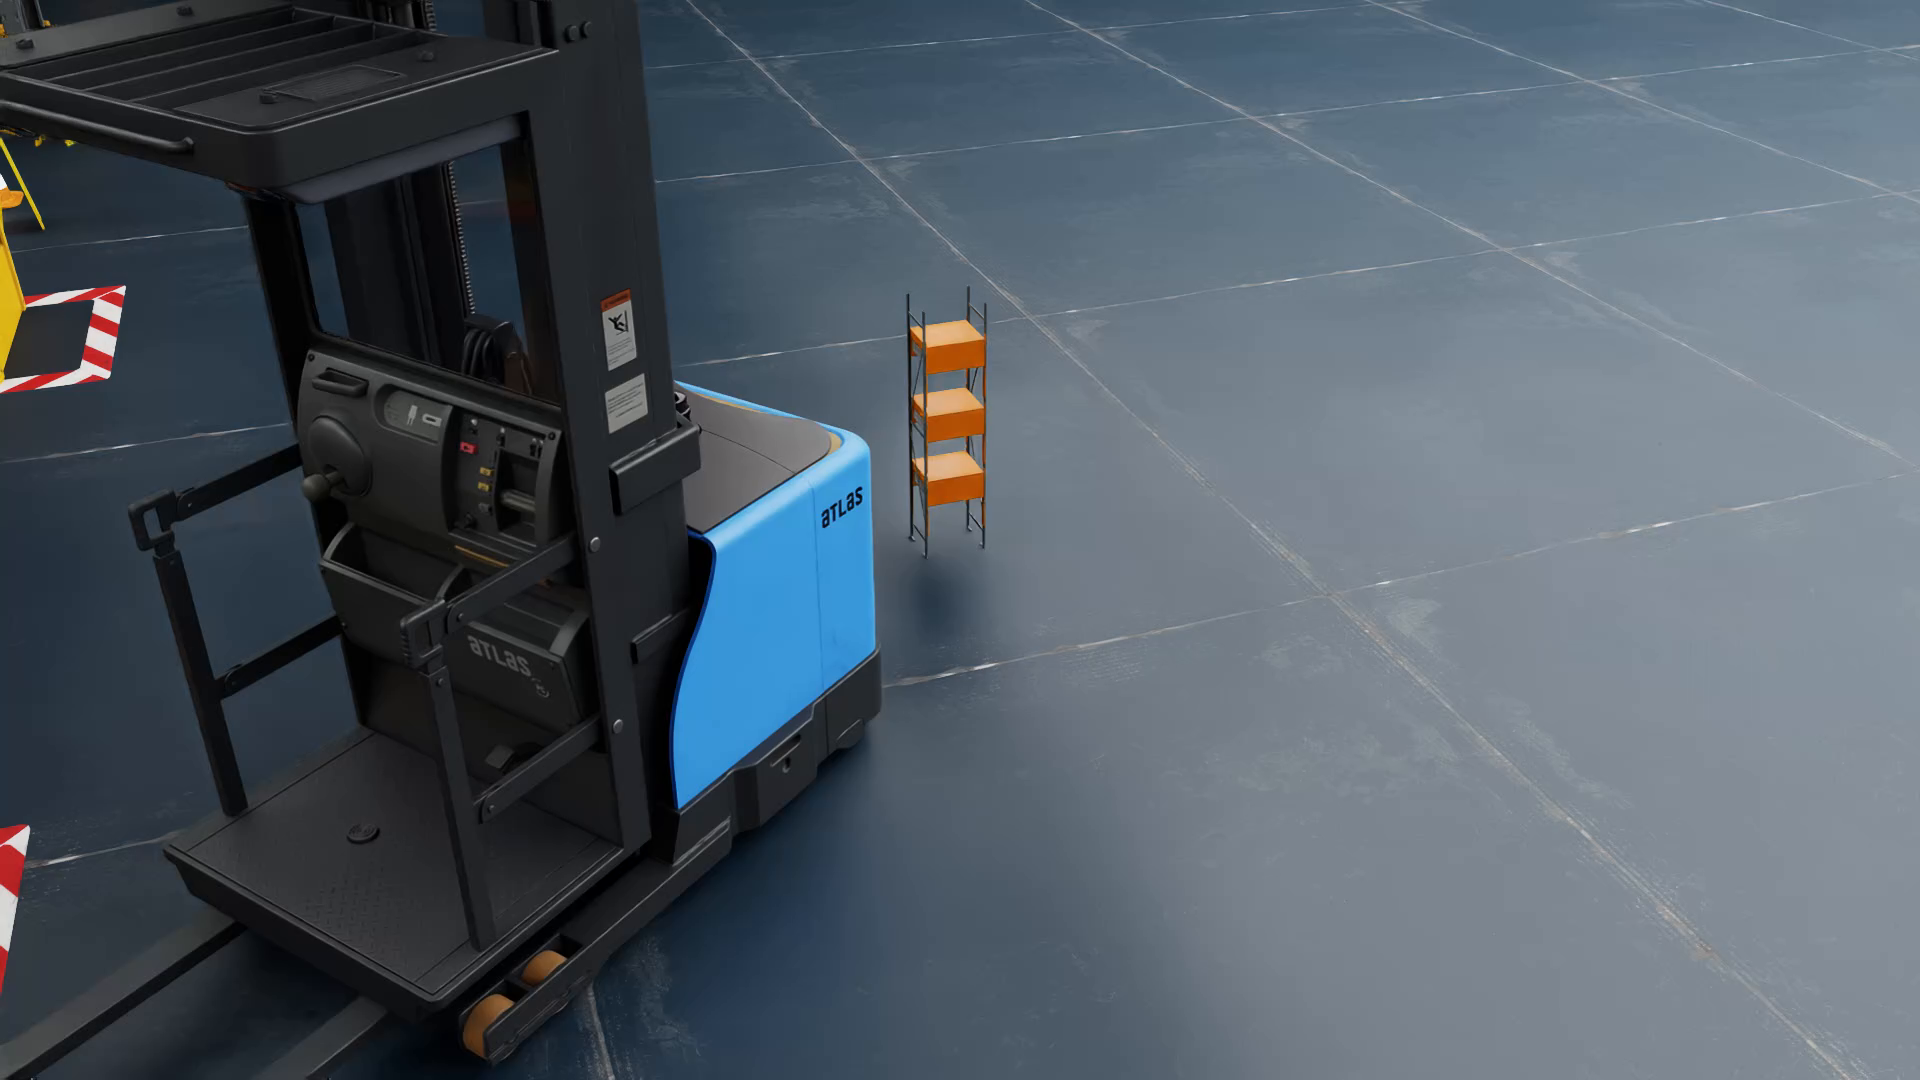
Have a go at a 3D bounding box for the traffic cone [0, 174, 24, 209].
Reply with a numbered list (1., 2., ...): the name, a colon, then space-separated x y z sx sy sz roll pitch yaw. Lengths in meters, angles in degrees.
1. traffic cone: -6.099 -2.331 10.374 0.334 0.463 0.336 -10 31 -18

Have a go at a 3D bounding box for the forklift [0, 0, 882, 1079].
1. forklift: -1.482 -0.178 4.101 1.130 2.935 3.031 18 34 28

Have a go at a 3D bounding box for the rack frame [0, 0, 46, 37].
1. rack frame: -6.852 -4.562 11.728 0.127 3.000 1.000 -10 31 -18

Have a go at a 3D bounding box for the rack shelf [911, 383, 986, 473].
1. rack shelf: -0.050 -0.438 6.479 0.240 0.259 0.215 -10 31 -18

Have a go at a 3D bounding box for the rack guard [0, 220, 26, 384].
1. rack guard: -5.008 -1.201 8.353 0.348 0.500 1.175 -10 31 -18

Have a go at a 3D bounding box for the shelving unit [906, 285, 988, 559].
1. shelving unit: -0.050 -0.447 6.474 0.252 1.050 0.215 -10 31 -18

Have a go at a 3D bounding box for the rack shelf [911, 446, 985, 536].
1. rack shelf: -0.050 -0.196 6.617 0.240 0.259 0.215 -10 31 -18

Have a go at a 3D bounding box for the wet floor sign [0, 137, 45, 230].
1. wet floor sign: -5.694 -2.184 9.931 0.232 0.644 0.267 -16 33 -26

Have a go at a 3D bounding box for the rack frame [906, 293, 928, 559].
1. rack frame: -0.165 -0.426 6.437 0.008 1.050 0.200 -10 31 -18

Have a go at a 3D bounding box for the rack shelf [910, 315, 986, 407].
1. rack shelf: -0.050 -0.684 6.339 0.240 0.259 0.215 -10 31 -18

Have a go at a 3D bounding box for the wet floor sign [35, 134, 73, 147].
1. wet floor sign: -6.301 -3.076 11.497 0.232 0.644 0.267 0 30 0

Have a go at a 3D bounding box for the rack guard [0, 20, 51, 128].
1. rack guard: -6.923 -3.463 12.324 0.348 0.500 1.175 -10 31 -18

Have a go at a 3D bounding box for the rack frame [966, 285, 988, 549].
1. rack frame: 0.064 -0.468 6.511 0.008 1.050 0.200 -10 31 -18
